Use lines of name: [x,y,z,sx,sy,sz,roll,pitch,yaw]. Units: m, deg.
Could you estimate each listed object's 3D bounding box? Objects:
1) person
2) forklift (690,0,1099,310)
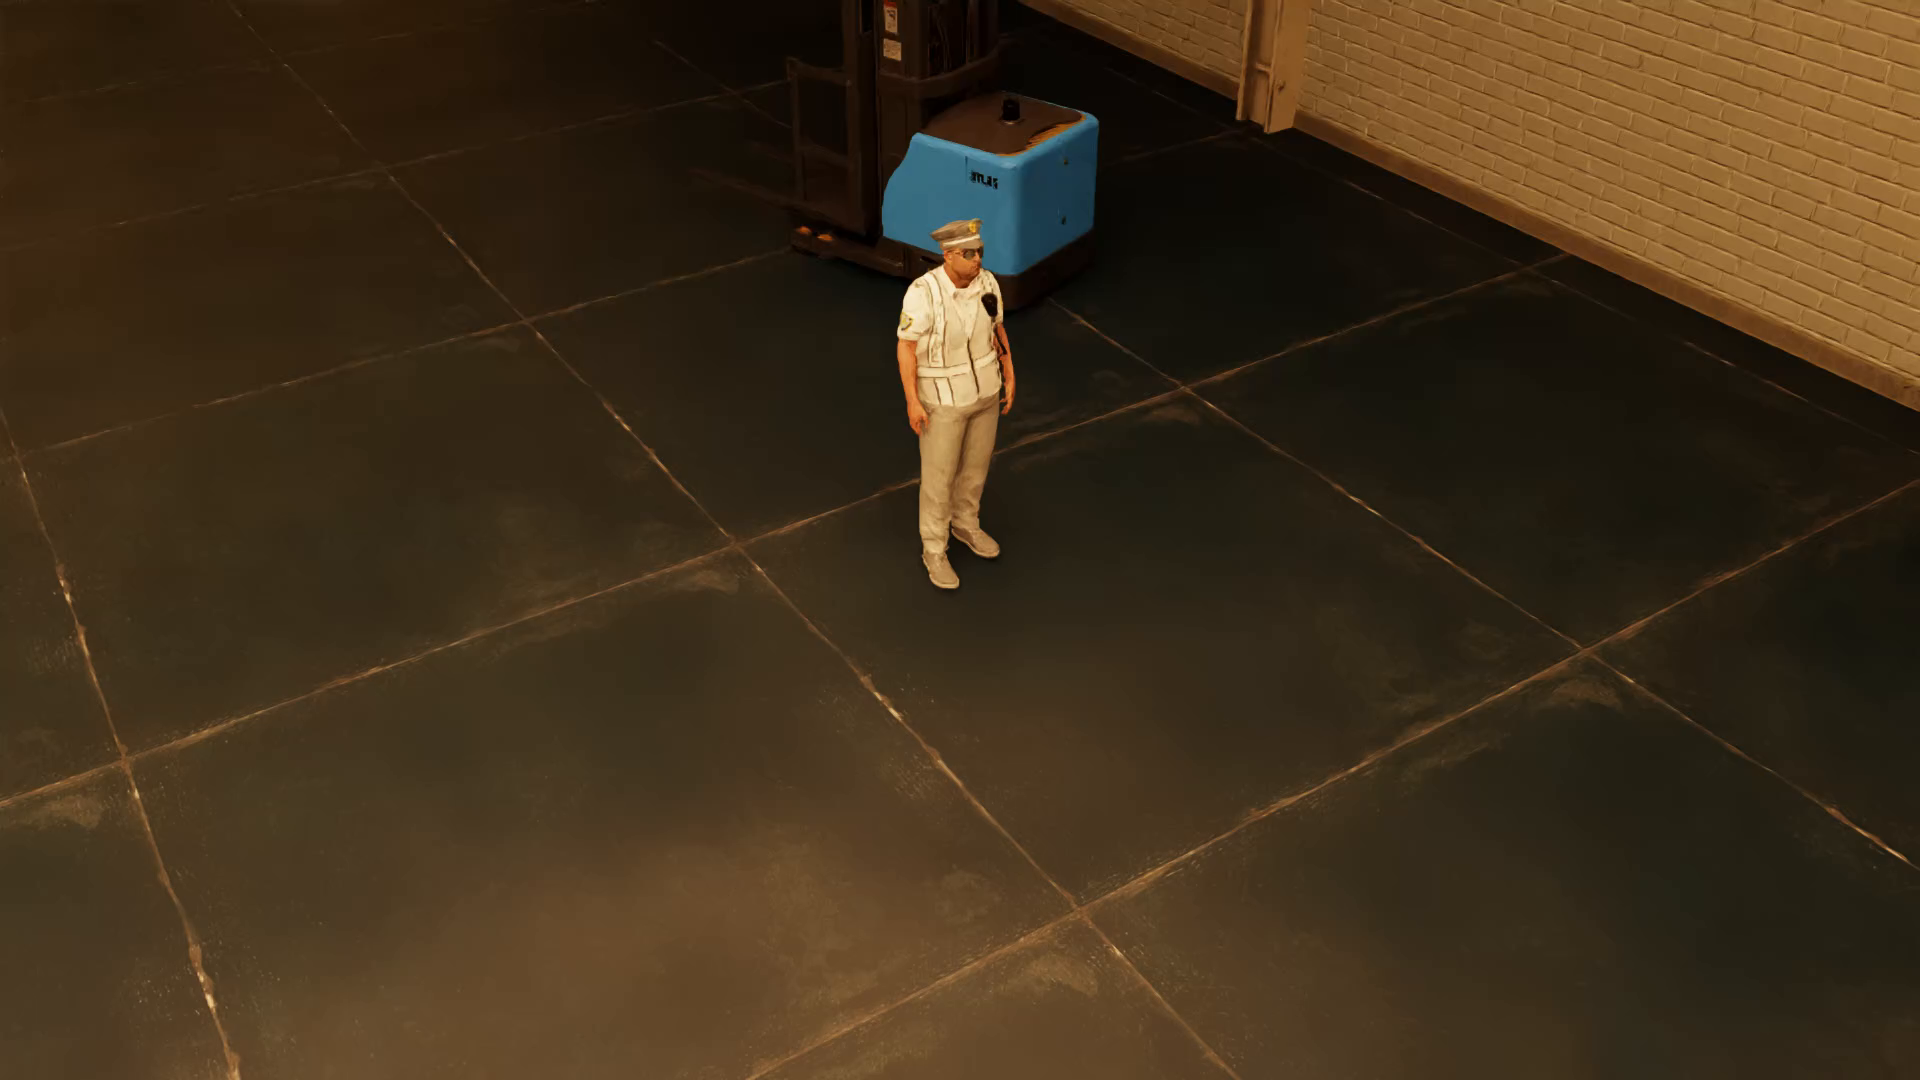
person: [0.033,-0.694,8.121,0.640,1.781,0.574,-21,40,-27]
forklift: [-0.568,-3.355,10.922,3.031,2.935,1.130,23,41,29]
